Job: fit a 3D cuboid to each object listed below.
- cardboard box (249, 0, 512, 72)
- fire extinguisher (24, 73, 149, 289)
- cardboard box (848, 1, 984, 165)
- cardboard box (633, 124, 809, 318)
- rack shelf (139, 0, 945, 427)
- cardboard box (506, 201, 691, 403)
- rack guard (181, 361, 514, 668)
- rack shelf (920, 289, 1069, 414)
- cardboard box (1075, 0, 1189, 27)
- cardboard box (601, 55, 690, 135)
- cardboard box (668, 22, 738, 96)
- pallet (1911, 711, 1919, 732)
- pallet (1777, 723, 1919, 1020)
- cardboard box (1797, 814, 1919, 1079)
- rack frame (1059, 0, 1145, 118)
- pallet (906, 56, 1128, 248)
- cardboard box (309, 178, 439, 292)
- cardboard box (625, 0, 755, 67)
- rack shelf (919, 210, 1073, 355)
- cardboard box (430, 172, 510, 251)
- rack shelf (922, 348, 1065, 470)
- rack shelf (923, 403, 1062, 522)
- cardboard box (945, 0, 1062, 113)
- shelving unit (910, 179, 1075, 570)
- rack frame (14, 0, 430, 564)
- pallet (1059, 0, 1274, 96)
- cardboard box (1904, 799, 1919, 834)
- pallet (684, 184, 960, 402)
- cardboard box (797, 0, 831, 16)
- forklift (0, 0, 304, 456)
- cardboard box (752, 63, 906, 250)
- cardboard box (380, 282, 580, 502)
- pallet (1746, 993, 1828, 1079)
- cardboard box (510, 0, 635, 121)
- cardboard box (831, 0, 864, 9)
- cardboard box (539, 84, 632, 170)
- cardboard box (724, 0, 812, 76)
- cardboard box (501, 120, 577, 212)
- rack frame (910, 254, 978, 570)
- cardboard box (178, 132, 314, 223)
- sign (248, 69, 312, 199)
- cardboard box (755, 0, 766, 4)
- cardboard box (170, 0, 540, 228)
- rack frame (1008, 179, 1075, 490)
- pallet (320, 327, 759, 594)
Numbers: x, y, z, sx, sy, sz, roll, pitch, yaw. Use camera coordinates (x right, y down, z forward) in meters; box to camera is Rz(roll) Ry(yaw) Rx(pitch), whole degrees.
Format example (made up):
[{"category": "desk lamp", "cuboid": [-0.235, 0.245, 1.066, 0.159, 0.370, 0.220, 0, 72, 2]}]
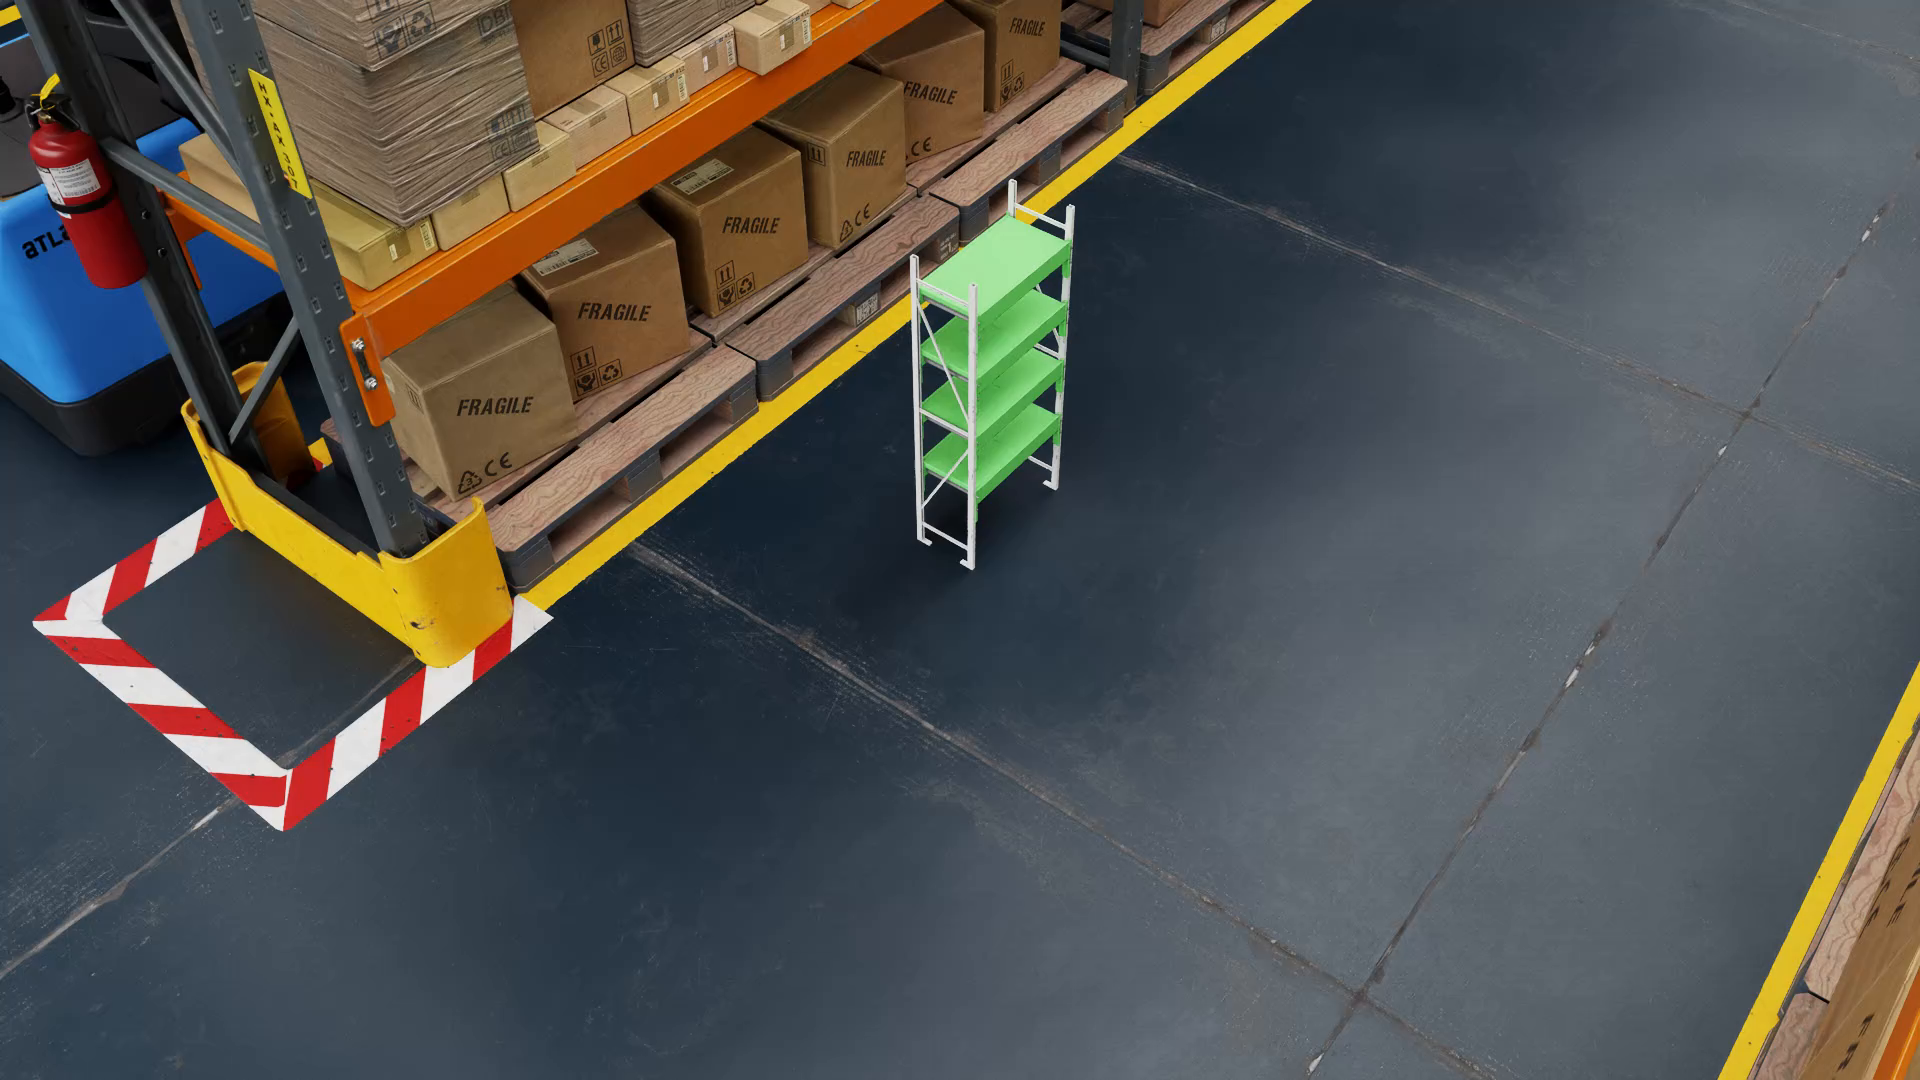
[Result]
[{"category": "cardboard box", "cuboid": [-1.517, -1.594, 4.232, 0.500, 0.500, 0.500, 29, 53, 25]}, {"category": "fire extinguisher", "cuboid": [-2.504, -1.029, 4.712, 0.296, 0.674, 0.183, 29, 53, 25]}, {"category": "cardboard box", "cuboid": [-0.244, -1.945, 6.972, 0.500, 0.500, 0.500, -26, 52, -23]}, {"category": "cardboard box", "cuboid": [-0.938, -1.256, 6.314, 0.500, 0.500, 0.500, 34, 55, 28]}, {"category": "rack shelf", "cuboid": [-0.846, -1.813, 5.905, 1.077, 0.370, 4.000, 29, 53, 25]}, {"category": "cardboard box", "cuboid": [-1.336, -0.906, 5.979, 0.500, 0.500, 0.500, -29, 53, -25]}, {"category": "rack guard", "cuboid": [-2.023, -0.097, 5.497, 1.175, 0.500, 0.348, 29, 53, 25]}, {"category": "rack shelf", "cuboid": [0.101, -0.631, 5.279, 0.258, 0.148, 0.480, 29, 53, 25]}, {"category": "cardboard box", "cuboid": [0.769, -2.836, 7.810, 0.700, 0.500, 0.500, 25, 51, 22]}, {"category": "cardboard box", "cuboid": [-1.079, -1.451, 5.236, 0.380, 0.149, 0.250, 29, 53, 25]}, {"category": "cardboard box", "cuboid": [-0.947, -1.606, 5.384, 0.380, 0.149, 0.250, 29, 53, 25]}, {"category": "pallet", "cuboid": [3.713, 0.408, 5.214, 1.003, 0.211, 1.213, 29, 53, 25]}, {"category": "pallet", "cuboid": [2.967, 1.109, 4.544, 1.003, 0.211, 1.213, 29, 53, 25]}, {"category": "cardboard box", "cuboid": [2.693, 1.001, 3.899, 0.875, 0.875, 0.875, 28, 53, 24]}, {"category": "rack frame", "cuboid": [0.377, -3.206, 6.738, 1.000, 3.000, 0.127, 29, 53, 25]}, {"category": "pallet", "cuboid": [-0.006, -1.843, 7.365, 1.003, 0.211, 1.213, 29, 53, 25]}, {"category": "cardboard box", "cuboid": [-1.706, -0.888, 4.698, 0.380, 0.149, 0.250, 29, 53, 25]}, {"category": "cardboard box", "cuboid": [-1.160, -1.963, 5.276, 0.875, 0.500, 0.500, 29, 53, 25]}, {"category": "rack shelf", "cuboid": [0.101, -0.797, 5.106, 0.258, 0.148, 0.480, 29, 53, 25]}, {"category": "cardboard box", "cuboid": [-1.538, -1.023, 4.826, 0.380, 0.149, 0.250, 29, 53, 25]}, {"category": "rack shelf", "cuboid": [0.101, -0.465, 5.453, 0.258, 0.148, 0.480, 29, 53, 25]}, {"category": "rack shelf", "cuboid": [0.101, -0.299, 5.626, 0.258, 0.148, 0.480, 29, 53, 25]}, {"category": "cardboard box", "cuboid": [0.100, -2.277, 7.289, 0.500, 0.500, 0.500, 28, 52, 24]}, {"category": "shelving unit", "cuboid": [0.101, -0.509, 5.407, 0.258, 1.200, 0.503, 29, 53, 25]}, {"category": "rack frame", "cuboid": [-2.069, -0.917, 4.552, 1.000, 3.000, 0.127, 29, 53, 25]}, {"category": "pallet", "cuboid": [0.851, -2.689, 8.173, 1.003, 0.211, 1.213, 29, 53, 25]}, {"category": "cardboard box", "cuboid": [3.252, 0.480, 4.396, 0.875, 0.875, 0.875, 30, 53, 25]}, {"category": "pallet", "cuboid": [-0.752, -1.142, 6.695, 1.003, 0.211, 1.213, 29, 53, 25]}, {"category": "cardboard box", "cuboid": [-0.664, -1.905, 5.669, 0.380, 0.149, 0.250, 29, 53, 25]}, {"category": "forklift", "cuboid": [-2.522, -2.313, 5.933, 1.130, 2.935, 3.031, 31, 54, 26]}, {"category": "cardboard box", "cuboid": [-0.561, -1.555, 6.600, 0.500, 0.500, 0.500, 25, 51, 22]}, {"category": "cardboard box", "cuboid": [-1.674, -0.549, 5.638, 0.500, 0.500, 0.500, -33, 54, -27]}, {"category": "pallet", "cuboid": [2.221, 1.804, 3.880, 1.003, 0.211, 1.213, 29, 53, 25]}, {"category": "cardboard box", "cuboid": [-1.500, -1.696, 5.021, 0.875, 0.500, 0.500, 29, 53, 25]}, {"category": "cardboard box", "cuboid": [-0.451, -2.015, 5.774, 0.380, 0.149, 0.250, 29, 53, 25]}, {"category": "cardboard box", "cuboid": [-1.237, -1.311, 5.102, 0.380, 0.149, 0.250, 29, 53, 25]}, {"category": "cardboard box", "cuboid": [-0.712, -1.704, 5.477, 0.380, 0.149, 0.250, 29, 53, 25]}, {"category": "cardboard box", "cuboid": [-1.373, -1.159, 4.957, 0.380, 0.149, 0.250, 29, 53, 25]}, {"category": "rack frame", "cuboid": [-0.048, -0.370, 5.273, 0.240, 1.200, 0.015, 29, 53, 25]}, {"category": "cardboard box", "cuboid": [-2.058, -1.085, 4.886, 0.380, 0.149, 0.250, 29, 53, 25]}, {"category": "sign", "cuboid": [-1.640, -0.977, 4.010, 0.100, 0.325, 0.005, 29, 53, 25]}, {"category": "cardboard box", "cuboid": [-0.845, -2.244, 5.545, 0.875, 0.500, 0.500, 29, 53, 25]}, {"category": "cardboard box", "cuboid": [-1.711, -1.357, 4.697, 0.875, 0.500, 0.500, 29, 53, 25]}, {"category": "rack frame", "cuboid": [0.250, -0.649, 5.540, 0.240, 1.200, 0.015, 29, 53, 25]}, {"category": "pallet", "cuboid": [-1.498, -0.447, 6.031, 1.003, 0.211, 1.213, 29, 53, 25]}]
